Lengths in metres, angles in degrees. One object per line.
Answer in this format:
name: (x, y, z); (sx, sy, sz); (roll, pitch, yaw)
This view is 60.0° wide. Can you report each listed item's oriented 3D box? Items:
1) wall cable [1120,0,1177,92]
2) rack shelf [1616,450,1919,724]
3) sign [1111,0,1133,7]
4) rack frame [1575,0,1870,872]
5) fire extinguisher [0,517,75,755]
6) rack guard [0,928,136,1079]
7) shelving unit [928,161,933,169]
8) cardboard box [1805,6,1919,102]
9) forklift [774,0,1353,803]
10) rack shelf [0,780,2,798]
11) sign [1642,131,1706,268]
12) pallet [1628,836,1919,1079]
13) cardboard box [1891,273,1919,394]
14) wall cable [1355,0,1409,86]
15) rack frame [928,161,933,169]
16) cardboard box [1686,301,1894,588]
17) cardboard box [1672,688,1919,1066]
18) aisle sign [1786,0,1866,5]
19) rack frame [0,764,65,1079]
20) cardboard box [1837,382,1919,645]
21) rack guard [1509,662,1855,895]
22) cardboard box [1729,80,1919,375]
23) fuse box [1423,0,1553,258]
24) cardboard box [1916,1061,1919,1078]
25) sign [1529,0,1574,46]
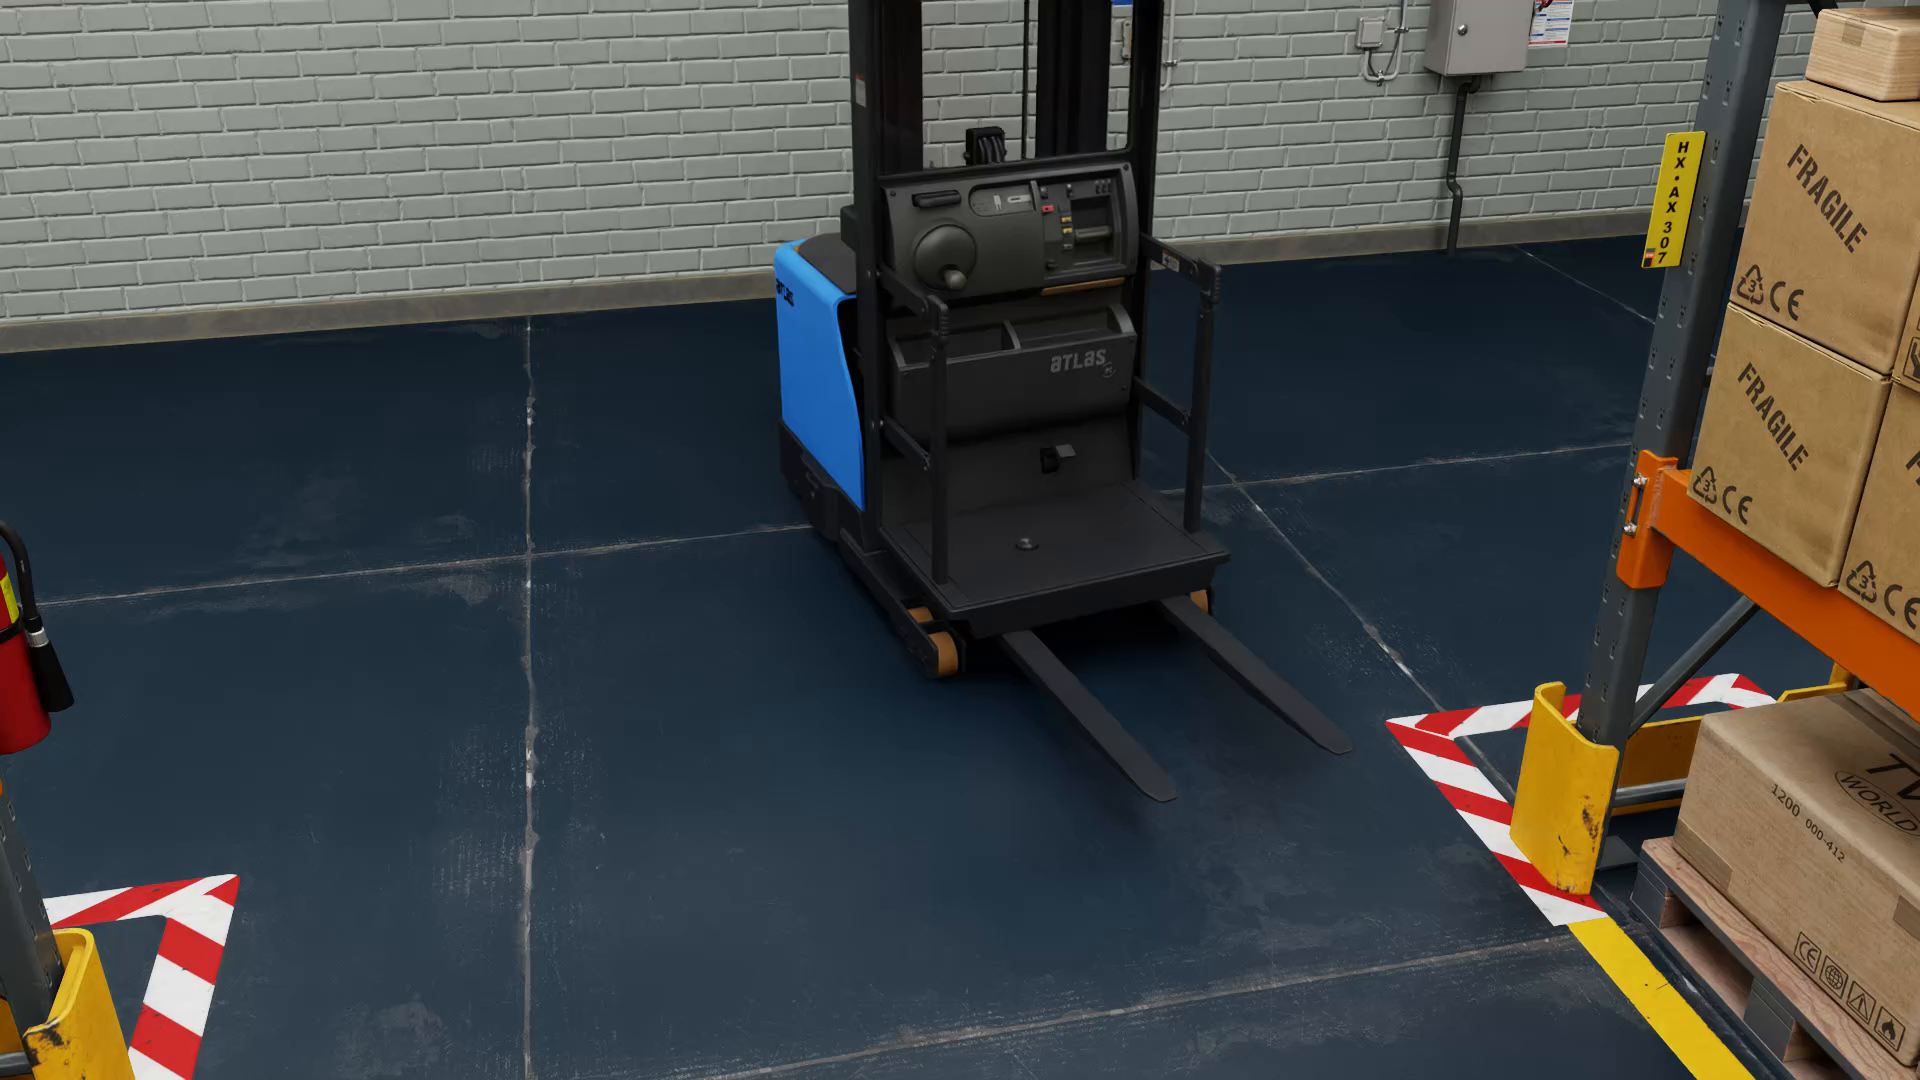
wall cable: (0.956, -3.385, 8.965); (0.585, 1.953, 0.123); (-6, 27, -12)
rack shelf: (2.700, 0.755, 2.723); (1.077, 0.370, 4.000); (-6, 27, -12)
sign: (0.895, -3.060, 9.183); (0.327, 0.218, 0.001); (-6, 27, -12)
rack frame: (2.250, -0.444, 4.301); (1.000, 3.000, 0.127); (-6, 27, -12)
fire extinguisher: (-2.158, 0.147, 3.630); (0.296, 0.674, 0.183); (-6, 27, -12)
rack guard: (-2.533, 1.252, 3.714); (1.175, 0.500, 0.348); (-6, 27, -12)
shelving unit: (-0.250, -1.054, 7.507); (0.258, 1.200, 0.503); (1, 27, 2)
cardboard box: (2.060, -1.041, 3.542); (0.380, 0.149, 0.250); (-5, 27, -11)
forklift: (0.277, -1.044, 5.565); (1.130, 2.935, 3.031); (-11, 29, -21)
rack shelf: (-2.100, 1.302, 1.640); (1.077, 0.370, 4.000); (-6, 27, -12)
sign: (1.707, -0.812, 3.982); (0.100, 0.325, 0.005); (-6, 27, -12)
pallet: (2.506, 1.144, 4.250); (1.003, 0.211, 1.213); (-6, 27, -12)
cardboard box: (2.203, -0.469, 3.130); (0.500, 0.500, 0.500); (-7, 28, -13)
wall cable: (2.335, -3.520, 9.267); (0.588, 1.984, 0.122); (-6, 27, -12)
rack frame: (-0.241, -1.164, 7.725); (0.240, 1.200, 0.015); (1, 27, 2)
cardboard box: (2.078, -0.249, 3.803); (0.500, 0.500, 0.500); (-6, 27, -12)
cardboard box: (2.496, 0.792, 4.230); (0.875, 0.438, 0.875); (-7, 28, -13)
aisle sign: (1.951, -1.607, 3.719); (0.394, 0.787, 0.004); (-6, 27, -12)
rack frame: (-2.554, 0.103, 3.216); (0.949, 2.616, 0.053); (-6, 27, -12)
cardboard box: (2.219, -0.030, 3.369); (0.500, 0.500, 0.500); (-6, 27, -12)
rack guard: (2.244, 0.661, 4.885); (1.175, 0.500, 0.348); (-6, 27, -12)
cardboard box: (2.080, -0.695, 3.578); (0.500, 0.500, 0.500); (-7, 28, -13)
fuse box: (3.036, -2.491, 9.787); (0.539, 1.711, 0.414); (-6, 27, -12)
cardboard box: (2.710, 1.193, 3.435); (0.875, 0.438, 0.875); (-5, 27, -10)
sign: (3.470, -3.165, 9.797); (0.329, 0.494, 0.001); (-6, 27, -12)
